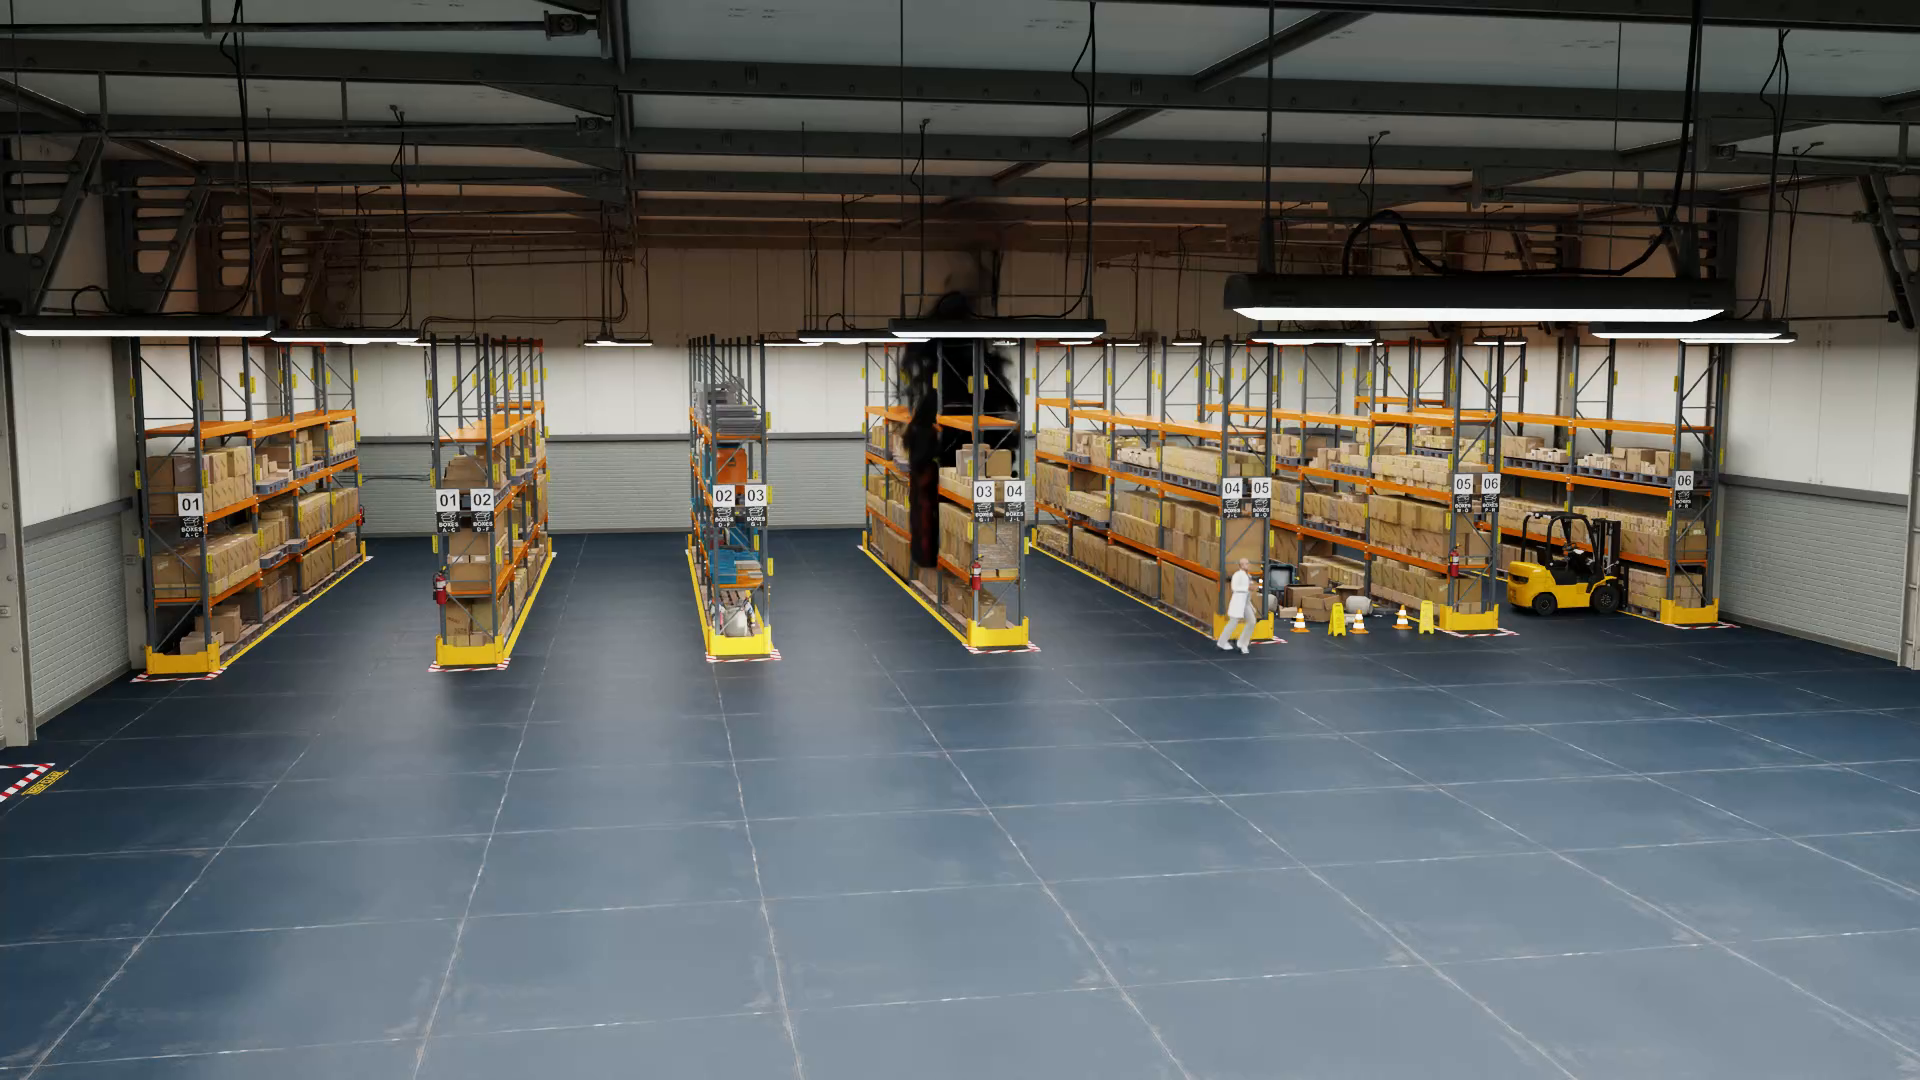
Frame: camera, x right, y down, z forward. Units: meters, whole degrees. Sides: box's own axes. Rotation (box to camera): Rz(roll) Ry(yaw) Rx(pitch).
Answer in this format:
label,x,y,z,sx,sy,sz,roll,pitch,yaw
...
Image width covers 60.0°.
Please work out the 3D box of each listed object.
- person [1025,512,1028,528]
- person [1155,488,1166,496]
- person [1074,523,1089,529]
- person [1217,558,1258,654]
label,x,y,z,sx,sy,sz,roll,pitch,yaw
person,1.552,-0.238,44.799,0.572,1.660,0.965,0,7,-3
person,6.094,-0.901,50.696,0.840,1.708,0.595,-2,7,-13
person,3.675,-0.773,49.500,0.724,1.725,0.676,-6,9,-43
person,5.319,1.265,31.491,0.814,1.832,0.705,6,9,41
